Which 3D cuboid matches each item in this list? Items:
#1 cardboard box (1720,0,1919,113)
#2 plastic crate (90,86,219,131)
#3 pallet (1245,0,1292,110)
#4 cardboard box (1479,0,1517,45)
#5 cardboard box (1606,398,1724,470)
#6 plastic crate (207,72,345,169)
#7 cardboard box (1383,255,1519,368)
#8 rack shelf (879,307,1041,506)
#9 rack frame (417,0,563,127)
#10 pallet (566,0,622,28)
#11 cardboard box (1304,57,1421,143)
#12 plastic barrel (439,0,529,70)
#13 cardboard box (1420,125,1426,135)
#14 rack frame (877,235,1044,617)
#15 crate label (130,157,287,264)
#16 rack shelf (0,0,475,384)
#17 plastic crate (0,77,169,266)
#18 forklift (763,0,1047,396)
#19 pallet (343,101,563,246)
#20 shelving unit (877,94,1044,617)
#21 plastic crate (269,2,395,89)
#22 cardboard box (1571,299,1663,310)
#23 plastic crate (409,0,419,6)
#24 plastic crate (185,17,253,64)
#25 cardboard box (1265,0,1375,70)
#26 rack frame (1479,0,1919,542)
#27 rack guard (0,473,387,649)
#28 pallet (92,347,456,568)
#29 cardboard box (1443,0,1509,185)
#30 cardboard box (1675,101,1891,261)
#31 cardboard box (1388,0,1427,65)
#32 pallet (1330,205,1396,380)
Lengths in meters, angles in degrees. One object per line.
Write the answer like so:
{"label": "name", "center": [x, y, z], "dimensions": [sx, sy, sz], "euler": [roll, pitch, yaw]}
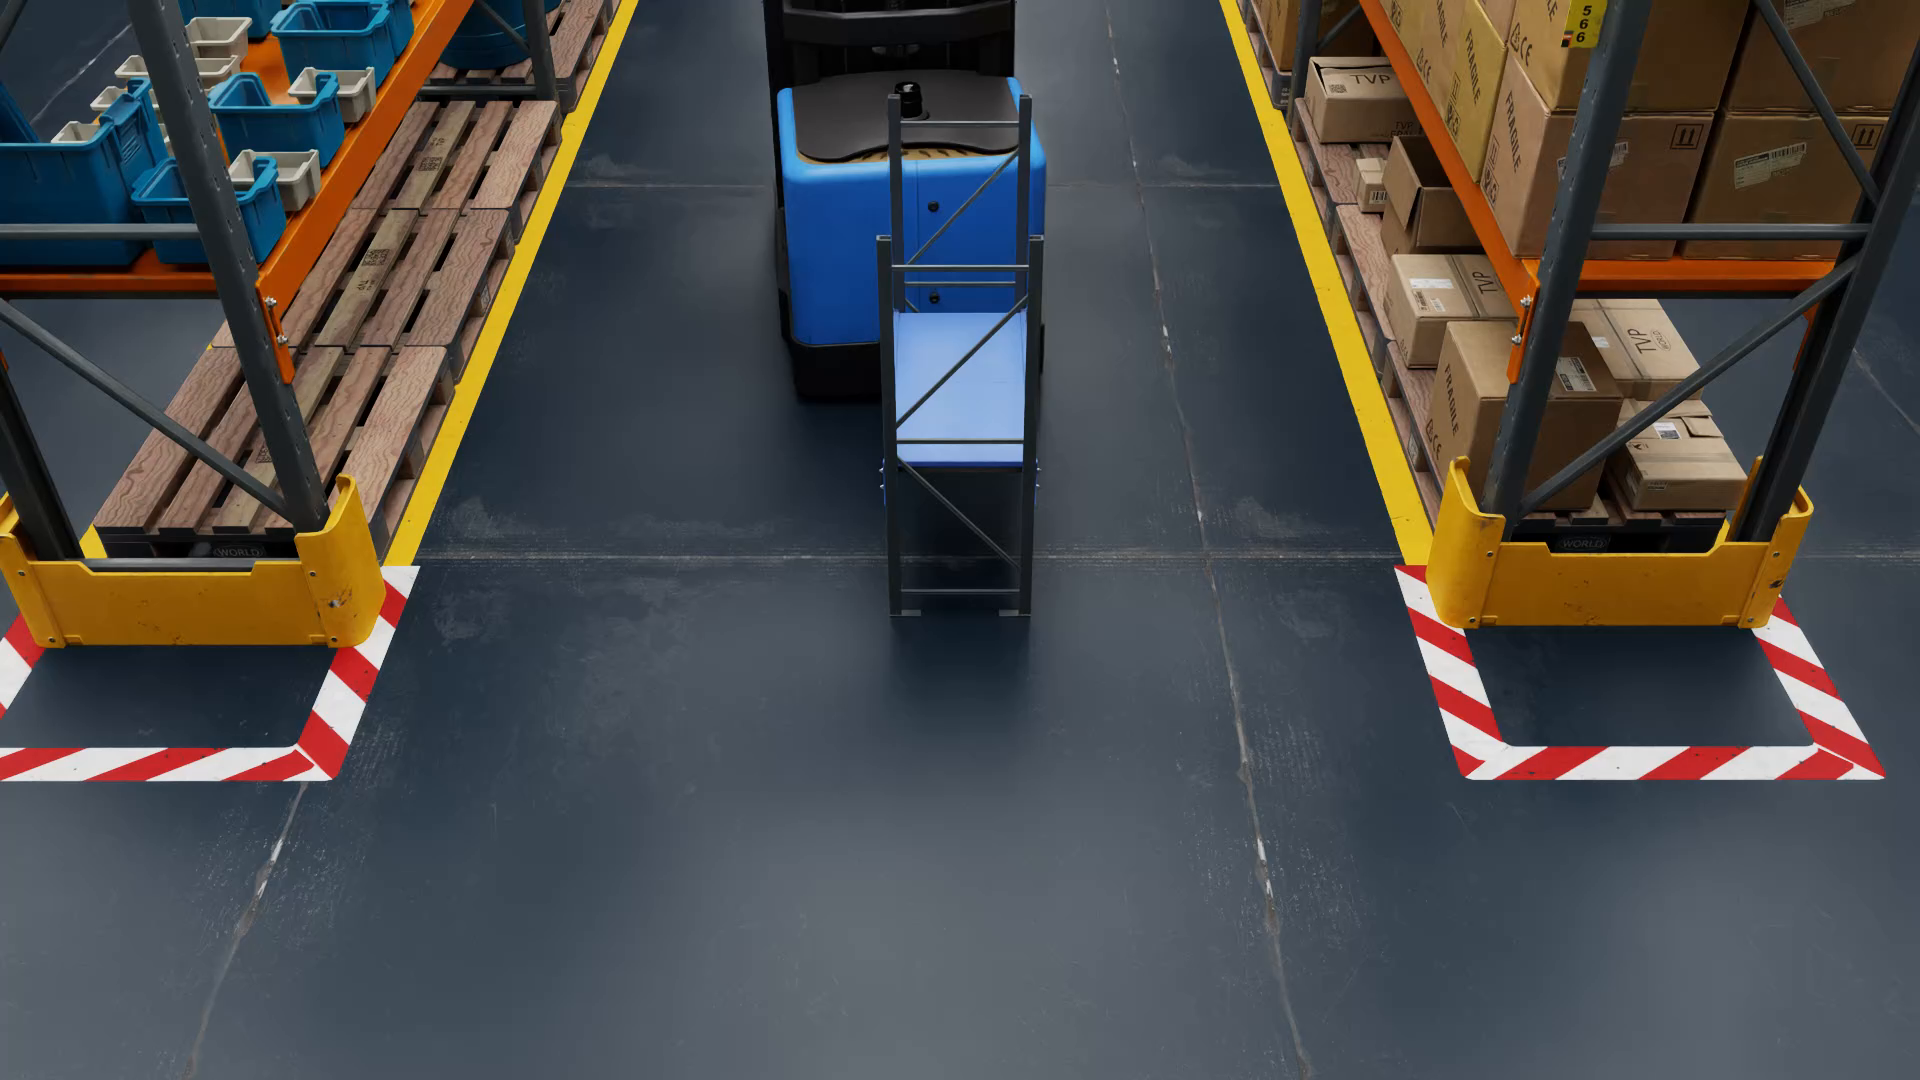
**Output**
{"label": "cardboard box", "center": [2.548, -1.626, 5.000], "dimensions": [0.500, 0.500, 0.500], "euler": [1, 39, 1]}
{"label": "plastic crate", "center": [-2.836, -1.529, 5.922], "dimensions": [0.396, 0.136, 0.243], "euler": [0, 39, 0]}
{"label": "pallet", "center": [2.242, -2.841, 9.626], "dimensions": [1.003, 0.211, 1.213], "euler": [0, 39, 0]}
{"label": "cardboard box", "center": [2.008, -1.942, 5.395], "dimensions": [0.500, 0.500, 0.500], "euler": [1, 39, 1]}
{"label": "cardboard box", "center": [2.628, -0.403, 6.268], "dimensions": [0.380, 0.166, 0.250], "euler": [0, 39, 0]}
{"label": "plastic crate", "center": [-2.340, -1.442, 5.737], "dimensions": [0.416, 0.233, 0.300], "euler": [0, 39, 0]}
{"label": "cardboard box", "center": [2.067, -0.951, 6.886], "dimensions": [0.500, 0.250, 0.500], "euler": [0, 39, 0]}
{"label": "rack shelf", "center": [0.000, -0.498, 5.960], "dimensions": [0.538, 0.185, 1.000], "euler": [0, 39, 0]}
{"label": "rack frame", "center": [-2.673, -3.419, 8.118], "dimensions": [1.000, 3.000, 0.127], "euler": [0, 39, 0]}
{"label": "pallet", "center": [-2.636, -3.578, 10.546], "dimensions": [1.003, 0.211, 1.213], "euler": [0, 39, 0]}
{"label": "cardboard box", "center": [2.065, -2.280, 8.495], "dimensions": [0.500, 0.311, 0.500], "euler": [0, 39, 0]}
{"label": "plastic barrel", "center": [-2.656, -3.104, 9.067], "dimensions": [0.600, 0.901, 0.708], "euler": [0, 39, 0]}
{"label": "cardboard box", "center": [2.565, -2.260, 8.319], "dimensions": [0.500, 0.500, 0.500], "euler": [0, 39, 0]}
{"label": "rack frame", "center": [0.000, -0.321, 5.451], "dimensions": [0.500, 1.500, 0.032], "euler": [0, 39, 0]}
{"label": "crate label", "center": [-2.339, -1.030, 5.223], "dimensions": [0.416, 0.233, 0.303], "euler": [0, 39, 0]}
{"label": "rack shelf", "center": [-2.670, -1.888, 6.782], "dimensions": [1.077, 0.370, 4.000], "euler": [0, 39, 0]}
{"label": "plastic crate", "center": [-2.855, -1.164, 5.228], "dimensions": [0.616, 0.435, 0.499], "euler": [0, 39, 0]}
{"label": "forklift", "center": [-0.334, -2.654, 7.217], "dimensions": [1.130, 2.935, 3.031], "euler": [-4, 39, -5]}
{"label": "pallet", "center": [-2.633, -1.871, 8.416], "dimensions": [1.003, 0.211, 1.213], "euler": [0, 39, 0]}
{"label": "shelving unit", "center": [0.000, -0.639, 5.848], "dimensions": [0.538, 1.500, 1.048], "euler": [0, 39, 0]}
{"label": "plastic crate", "center": [-2.341, -1.854, 6.250], "dimensions": [0.416, 0.233, 0.300], "euler": [0, 39, 0]}
{"label": "cardboard box", "center": [2.567, -0.983, 6.925], "dimensions": [0.500, 0.250, 0.500], "euler": [0, 39, 0]}
{"label": "plastic crate", "center": [-2.370, -2.251, 6.823], "dimensions": [0.293, 0.136, 0.466], "euler": [0, 39, 0]}
{"label": "plastic crate", "center": [-2.880, -1.888, 6.371], "dimensions": [0.298, 0.136, 0.250], "euler": [0, 39, 0]}
{"label": "cardboard box", "center": [1.994, -2.925, 9.148], "dimensions": [0.500, 0.500, 0.500], "euler": [0, 39, 0]}
{"label": "rack frame", "center": [2.285, -0.919, 4.998], "dimensions": [1.000, 3.000, 0.127], "euler": [0, 39, 0]}
{"label": "rack guard", "center": [-2.655, 0.073, 5.759], "dimensions": [1.175, 0.500, 0.348], "euler": [0, 39, 0]}
{"label": "pallet", "center": [-2.630, -0.345, 6.512], "dimensions": [1.003, 0.211, 1.213], "euler": [0, 39, 0]}
{"label": "cardboard box", "center": [2.009, -1.562, 5.721], "dimensions": [0.500, 0.500, 0.500], "euler": [0, 39, 0]}
{"label": "cardboard box", "center": [2.548, -1.235, 5.313], "dimensions": [0.500, 0.500, 0.500], "euler": [1, 39, 1]}
{"label": "cardboard box", "center": [2.013, -2.189, 6.503], "dimensions": [0.500, 0.500, 0.500], "euler": [-1, 39, -1]}
{"label": "pallet", "center": [2.285, -1.138, 7.501], "dimensions": [1.003, 0.211, 1.213], "euler": [0, 39, 0]}
